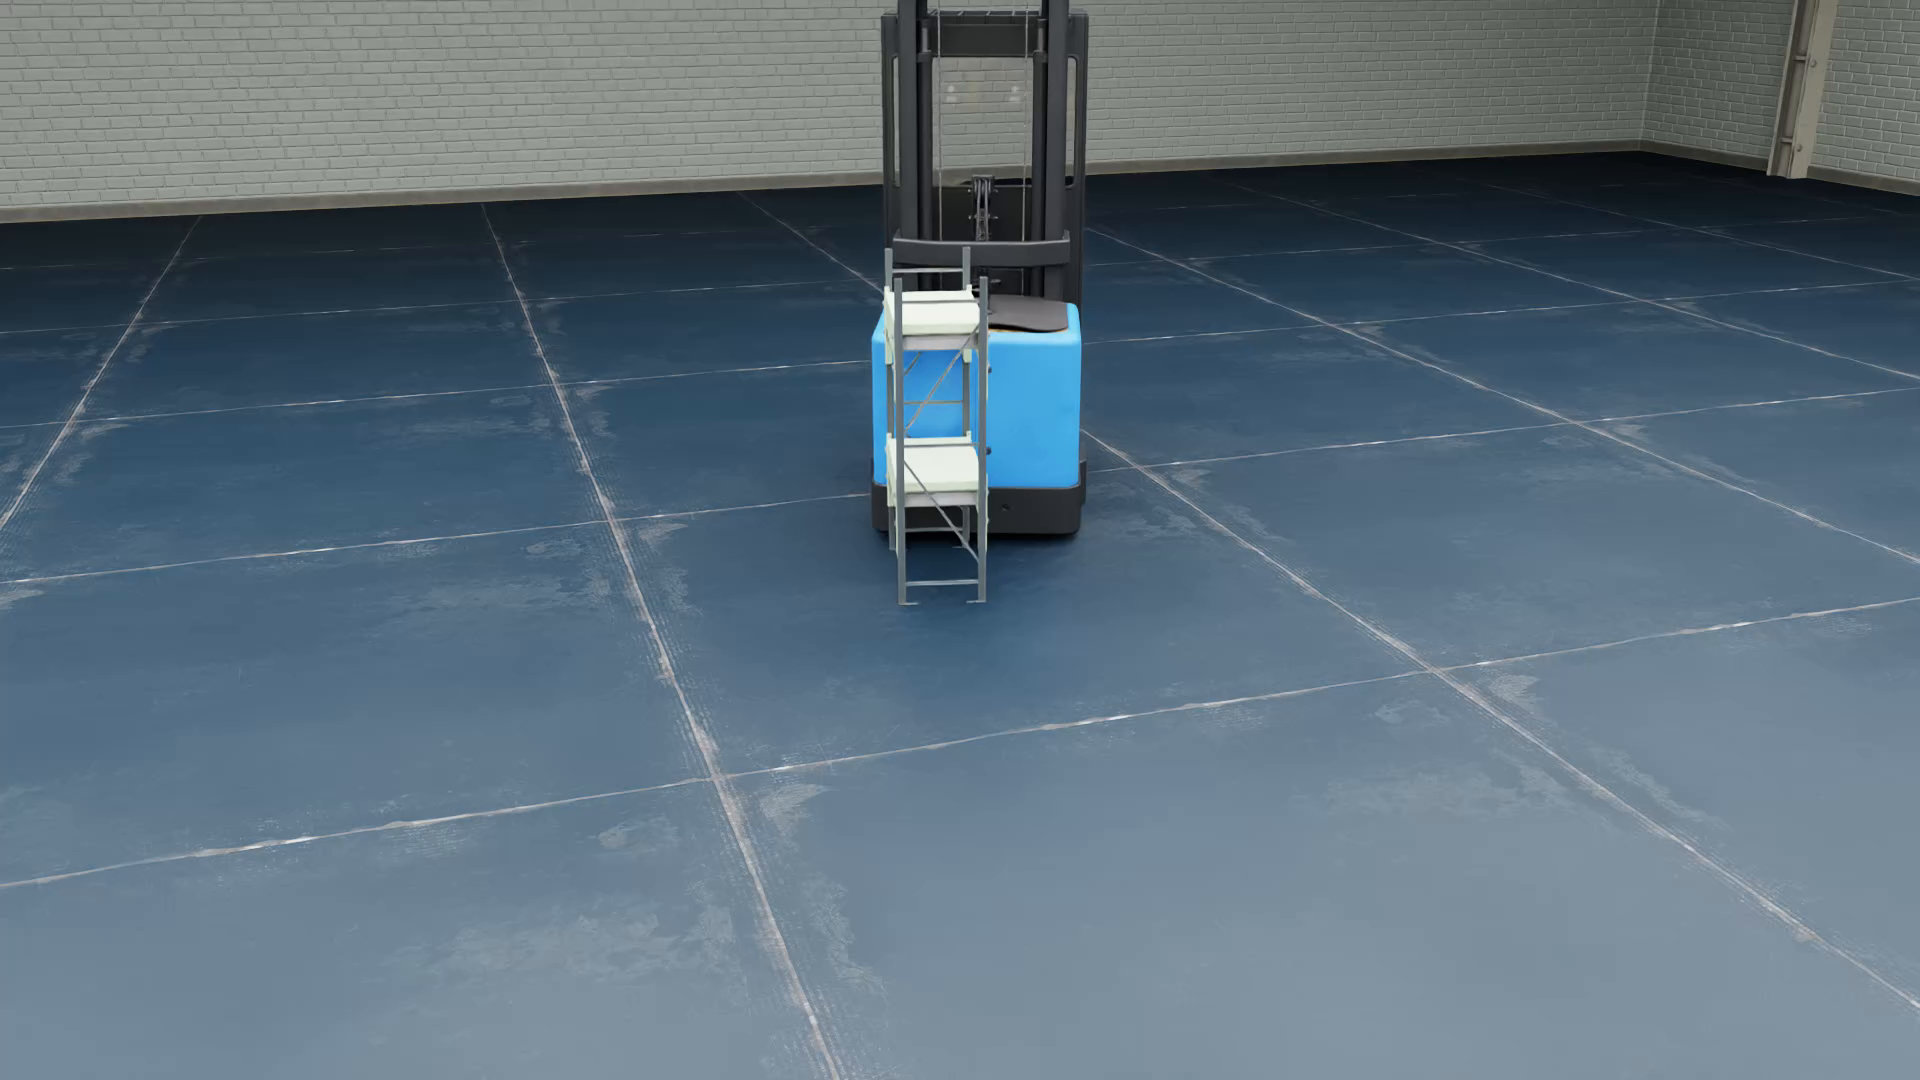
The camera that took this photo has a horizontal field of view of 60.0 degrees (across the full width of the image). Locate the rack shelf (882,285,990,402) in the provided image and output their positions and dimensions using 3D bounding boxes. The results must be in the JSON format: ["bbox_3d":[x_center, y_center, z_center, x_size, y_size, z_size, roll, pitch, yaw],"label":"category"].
[{"bbox_3d":[-0.117,-0.904,7.559,0.431,0.370,0.720,-2,20,-5],"label":"rack shelf"}]

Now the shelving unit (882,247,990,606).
[{"bbox_3d":[-0.117,-0.536,7.691,0.431,1.500,0.755,-2,20,-5],"label":"shelving unit"}]

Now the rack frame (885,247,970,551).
[{"bbox_3d":[-0.152,-0.660,8.034,0.400,1.500,0.023,-2,20,-5],"label":"rack frame"}]

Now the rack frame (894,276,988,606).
[{"bbox_3d":[-0.082,-0.413,7.348,0.400,1.500,0.023,-2,20,-5],"label":"rack frame"}]

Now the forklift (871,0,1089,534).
[{"bbox_3d":[0.141,-1.858,9.254,1.130,2.935,3.031,1,20,2],"label":"forklift"}]

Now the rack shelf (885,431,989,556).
[{"bbox_3d":[-0.117,-0.230,7.801,0.431,0.370,0.720,-2,20,-5],"label":"rack shelf"}]

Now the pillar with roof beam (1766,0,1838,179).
[{"bbox_3d":[6.618,-8.486,18.730,9.100,9.000,0.400,-6,21,-17],"label":"pillar with roof beam"}]
